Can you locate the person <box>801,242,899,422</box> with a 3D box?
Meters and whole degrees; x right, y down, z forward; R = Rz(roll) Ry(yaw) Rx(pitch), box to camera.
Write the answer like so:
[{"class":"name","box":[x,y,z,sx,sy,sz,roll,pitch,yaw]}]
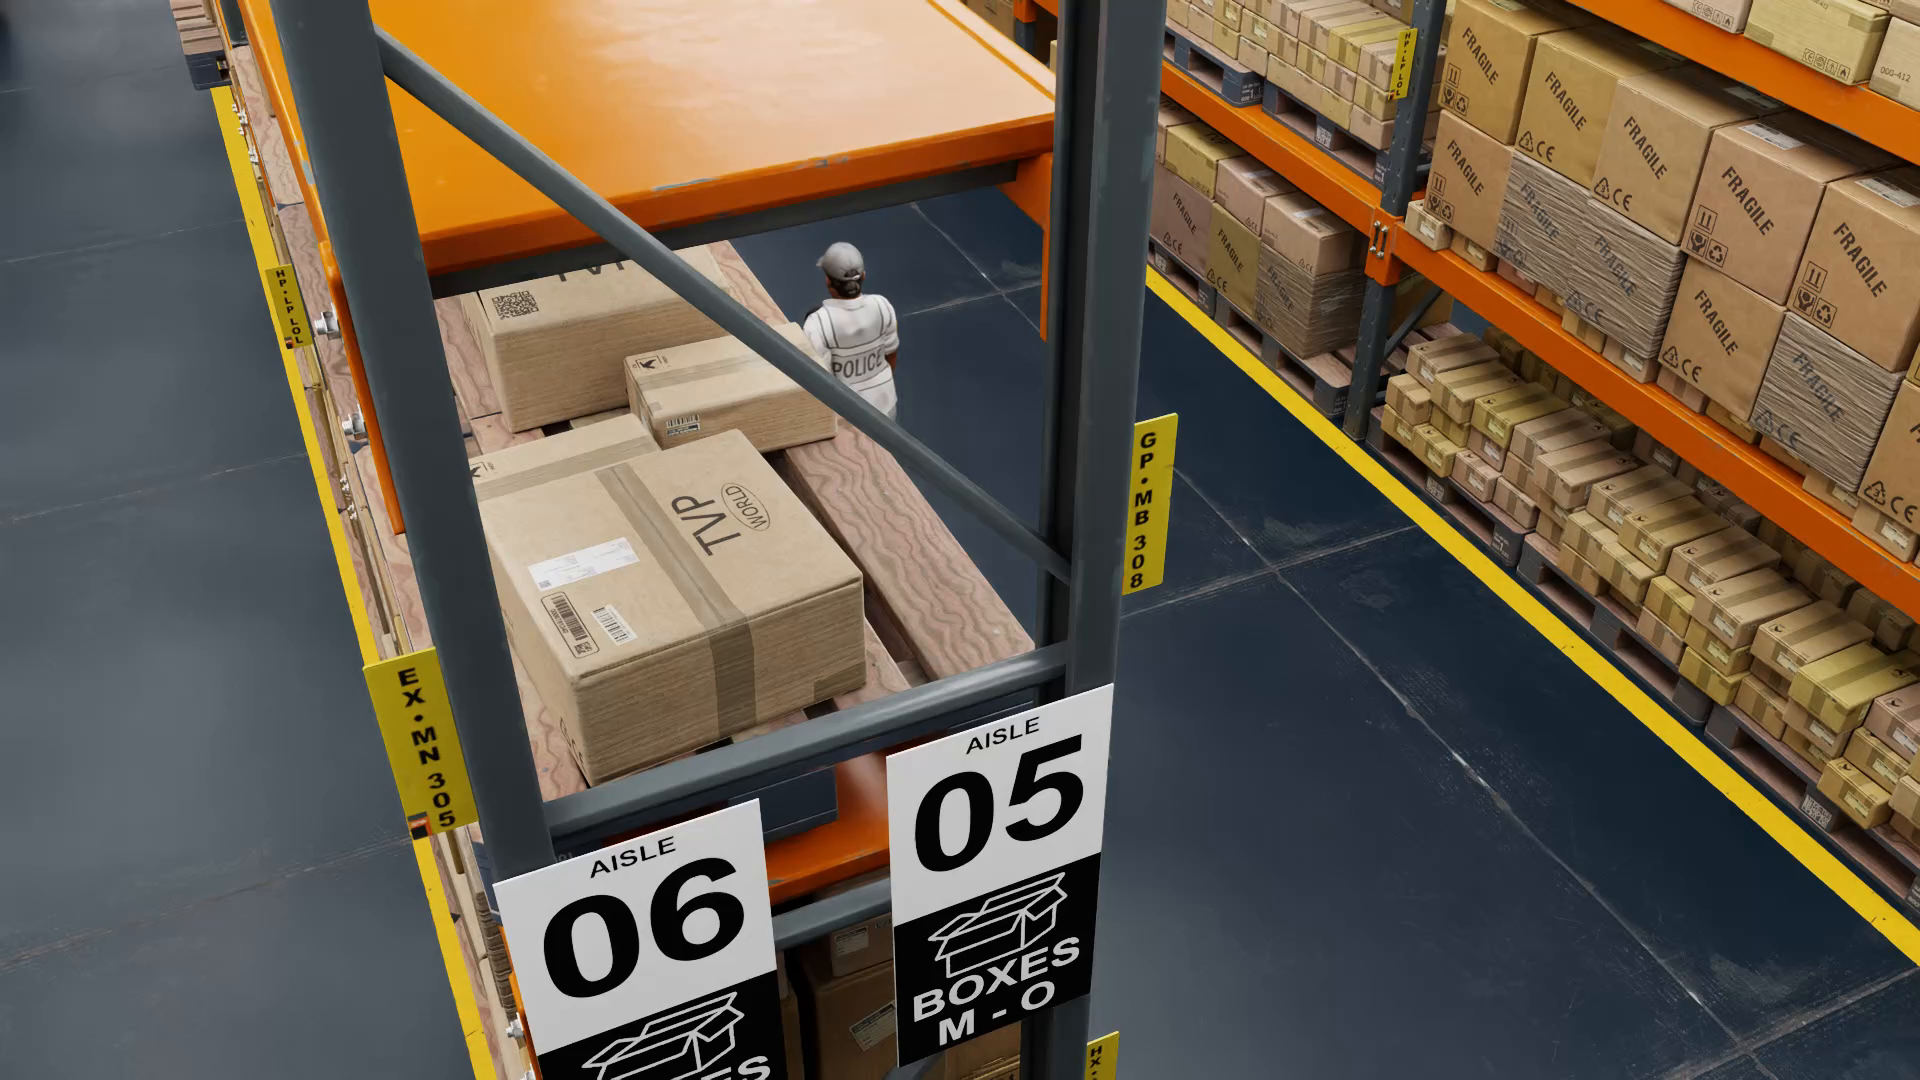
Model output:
[{"class":"person","box":[-0.534,-0.576,7.622,0.547,1.729,0.438,-19,42,-23]}]
